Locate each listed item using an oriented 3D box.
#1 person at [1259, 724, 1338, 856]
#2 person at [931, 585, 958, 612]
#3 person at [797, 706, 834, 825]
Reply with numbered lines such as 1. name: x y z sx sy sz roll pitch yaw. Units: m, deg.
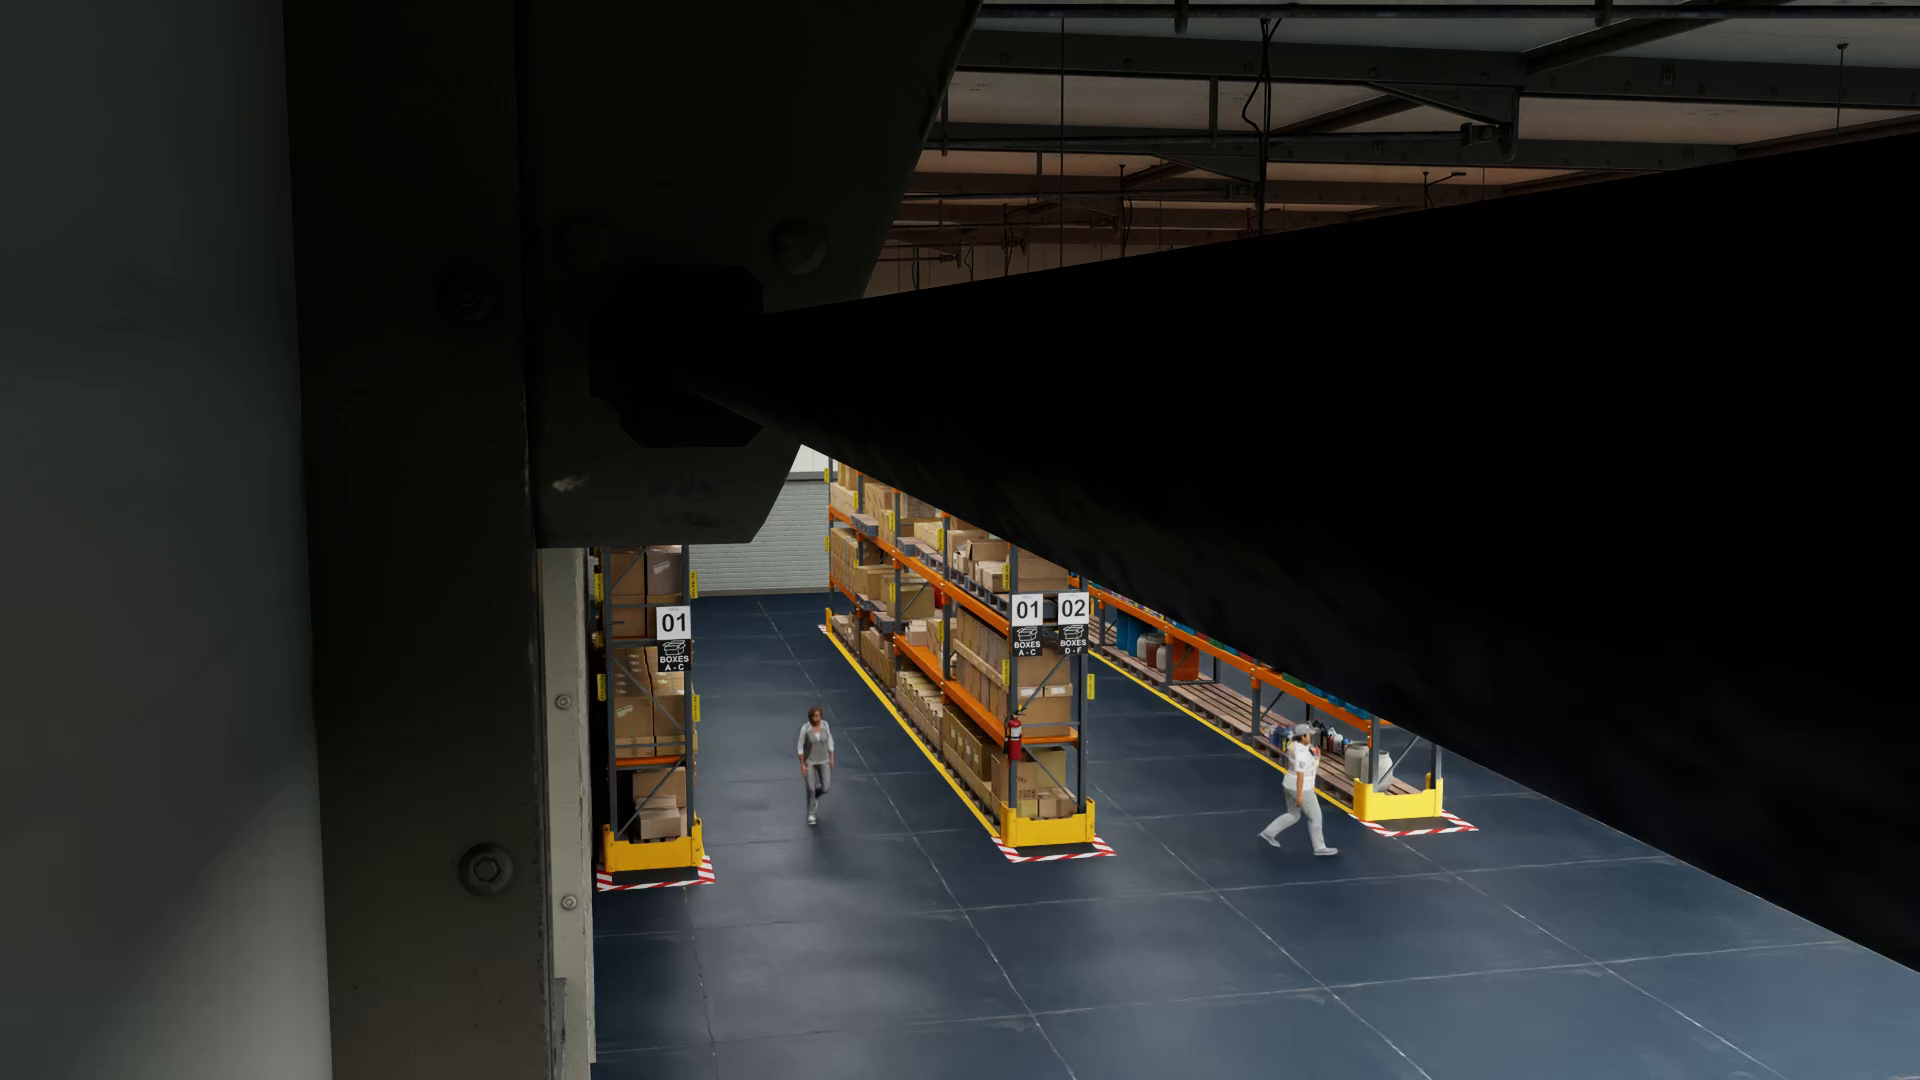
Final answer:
1. person: 4.199 3.081 20.588 0.926 1.627 0.509 -1 7 -5
2. person: -0.343 1.476 34.118 0.691 1.638 0.731 0 7 -4
3. person: -1.925 2.950 22.046 0.506 1.581 0.488 -2 7 -16
